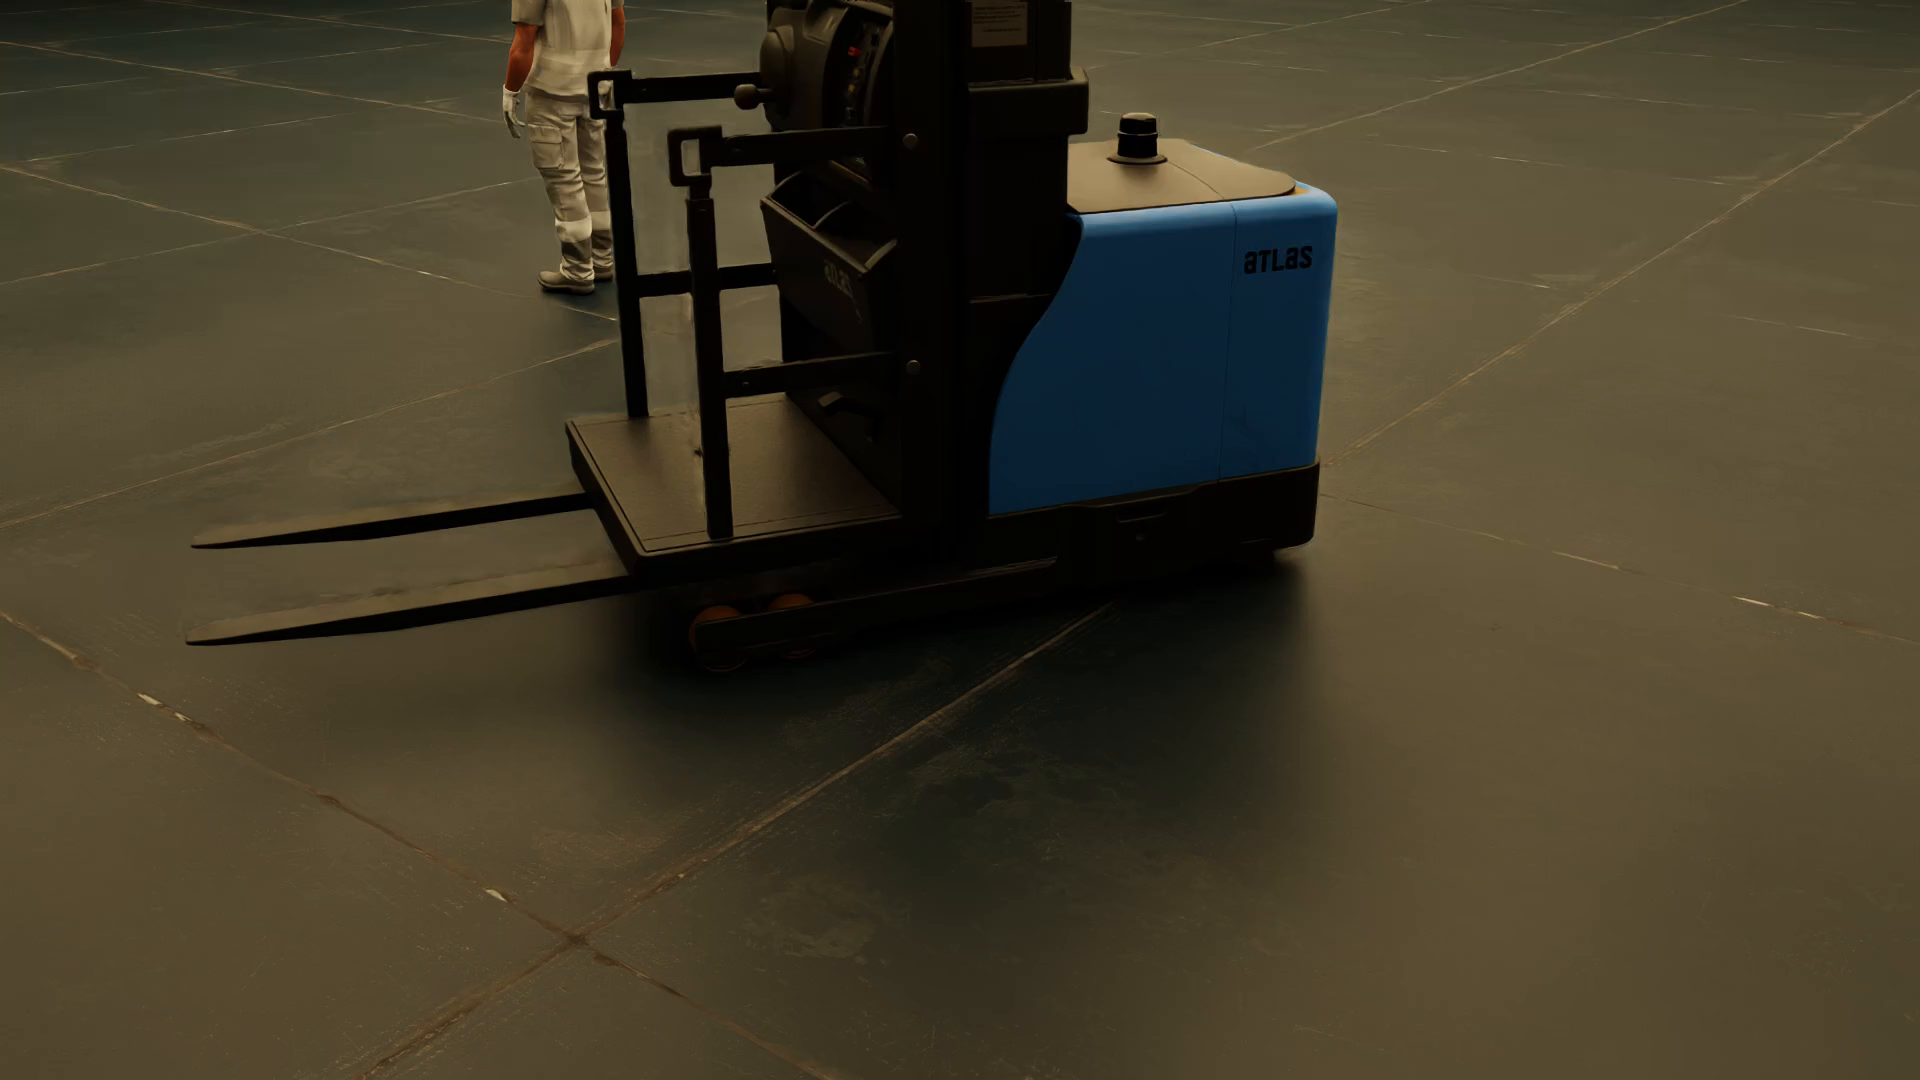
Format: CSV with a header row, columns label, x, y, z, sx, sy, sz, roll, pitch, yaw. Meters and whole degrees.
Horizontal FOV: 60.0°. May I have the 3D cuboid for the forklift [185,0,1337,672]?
label,x,y,z,sx,sy,sz,roll,pitch,yaw
forklift,-0.534,-1.246,4.202,3.031,2.935,1.130,-9,25,-20

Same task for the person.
label,x,y,z,sx,sy,sz,roll,pitch,yaw
person,-1.781,-1.983,7.321,0.565,1.787,0.637,17,28,33
